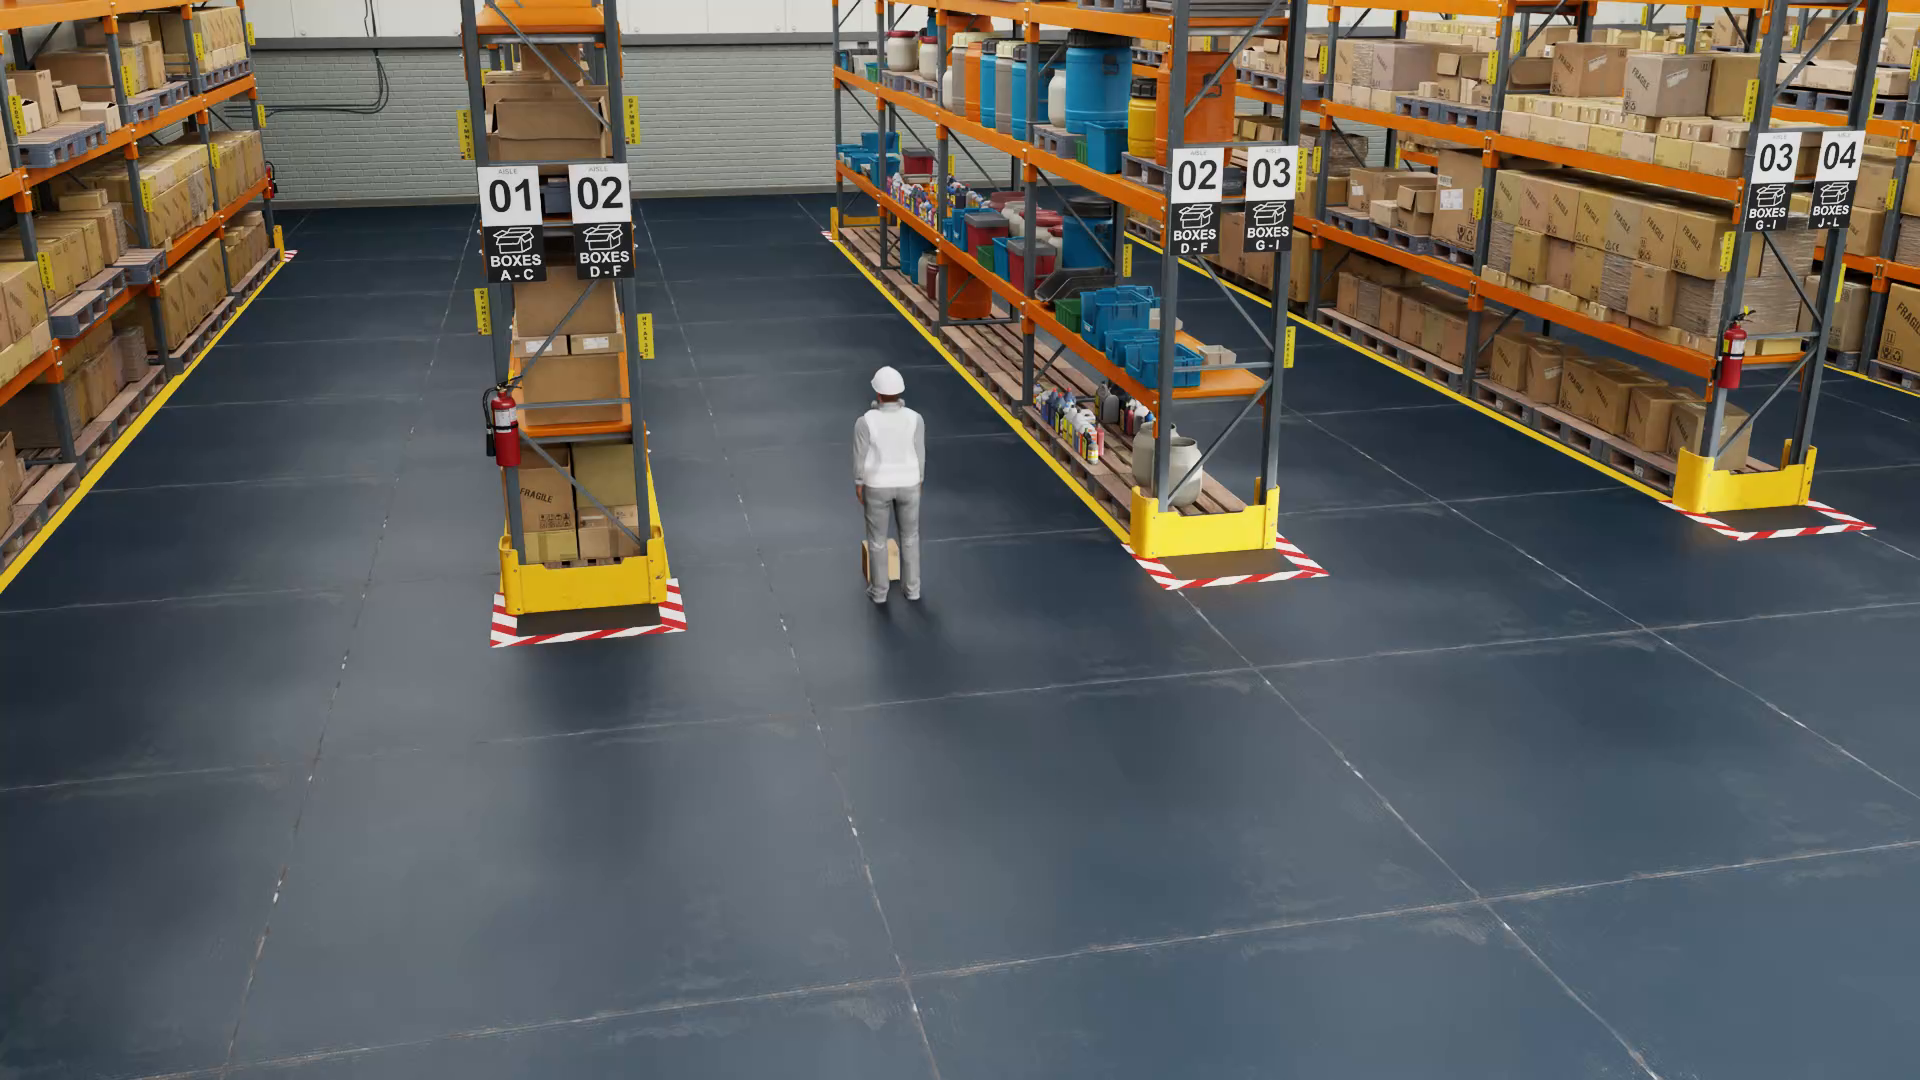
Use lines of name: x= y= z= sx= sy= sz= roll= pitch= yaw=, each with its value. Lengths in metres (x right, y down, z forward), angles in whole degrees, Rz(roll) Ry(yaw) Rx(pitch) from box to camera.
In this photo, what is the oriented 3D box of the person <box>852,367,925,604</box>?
person: x=-0.522 y=-0.407 z=12.184 sx=0.533 sy=1.772 sz=0.358 roll=-4 pitch=20 yaw=-11
